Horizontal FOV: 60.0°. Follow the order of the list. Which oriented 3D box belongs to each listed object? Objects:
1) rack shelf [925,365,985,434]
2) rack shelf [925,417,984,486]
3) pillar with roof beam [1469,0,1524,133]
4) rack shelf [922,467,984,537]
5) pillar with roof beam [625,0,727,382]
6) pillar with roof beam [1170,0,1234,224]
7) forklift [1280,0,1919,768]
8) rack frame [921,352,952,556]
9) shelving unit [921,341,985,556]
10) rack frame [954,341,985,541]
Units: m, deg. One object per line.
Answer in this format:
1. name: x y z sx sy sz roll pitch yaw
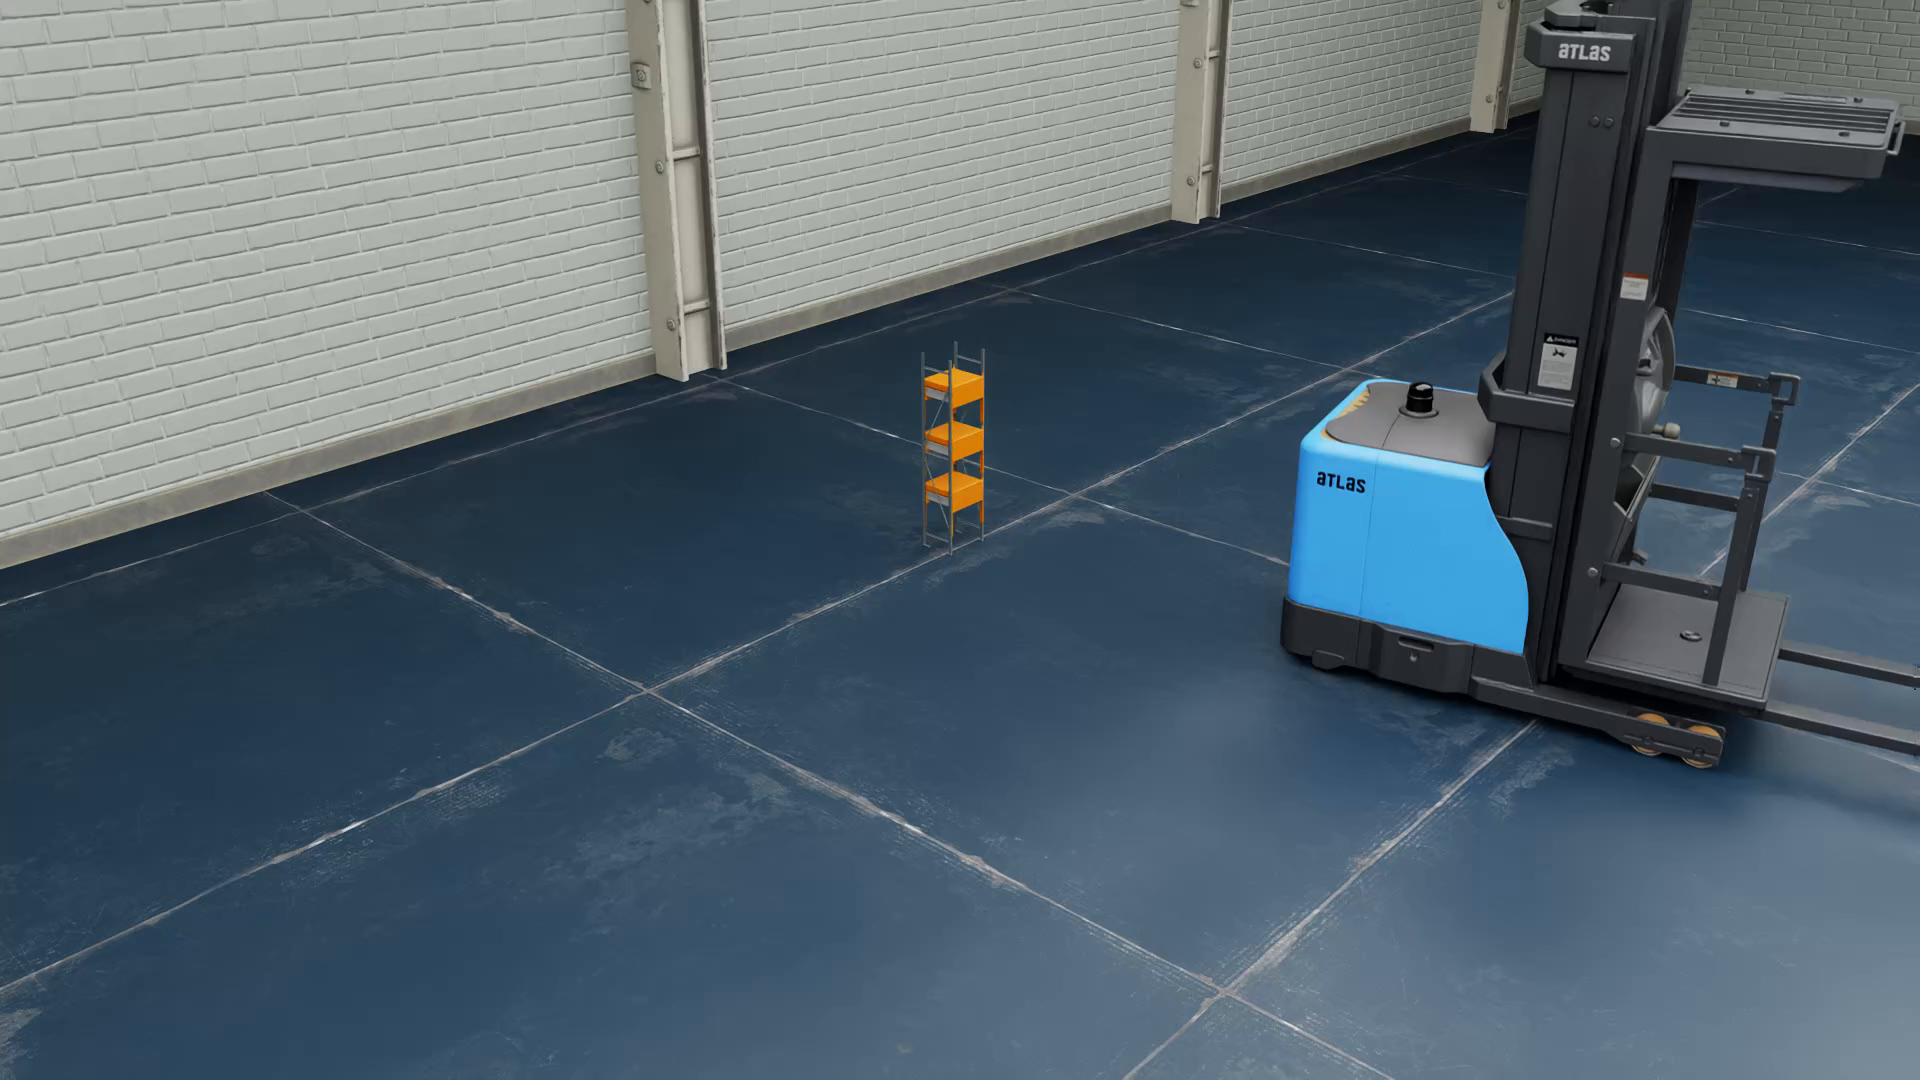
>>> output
1. rack shelf: -0.036 -0.712 8.387 0.215 0.259 0.240 20 31 38
2. rack shelf: -0.036 -0.453 8.503 0.215 0.259 0.240 20 31 38
3. pillar with roof beam: 9.381 -7.745 15.025 9.100 9.000 0.400 20 31 38
4. rack shelf: -0.036 -0.199 8.617 0.215 0.259 0.240 20 31 38
5. pillar with roof beam: 1.372 -4.089 6.871 9.100 9.000 0.400 20 31 38
6. pillar with roof beam: 5.377 -5.917 10.948 9.100 9.000 0.400 20 31 38
7. forklift: 2.987 -0.668 6.657 3.031 2.935 1.130 13 27 27
8. rack frame: -0.117 -0.426 8.416 0.200 1.050 0.008 20 31 38
9. shelving unit: -0.036 -0.463 8.499 0.215 1.050 0.252 20 31 38
10. rack frame: 0.046 -0.500 8.582 0.200 1.050 0.008 20 31 38
